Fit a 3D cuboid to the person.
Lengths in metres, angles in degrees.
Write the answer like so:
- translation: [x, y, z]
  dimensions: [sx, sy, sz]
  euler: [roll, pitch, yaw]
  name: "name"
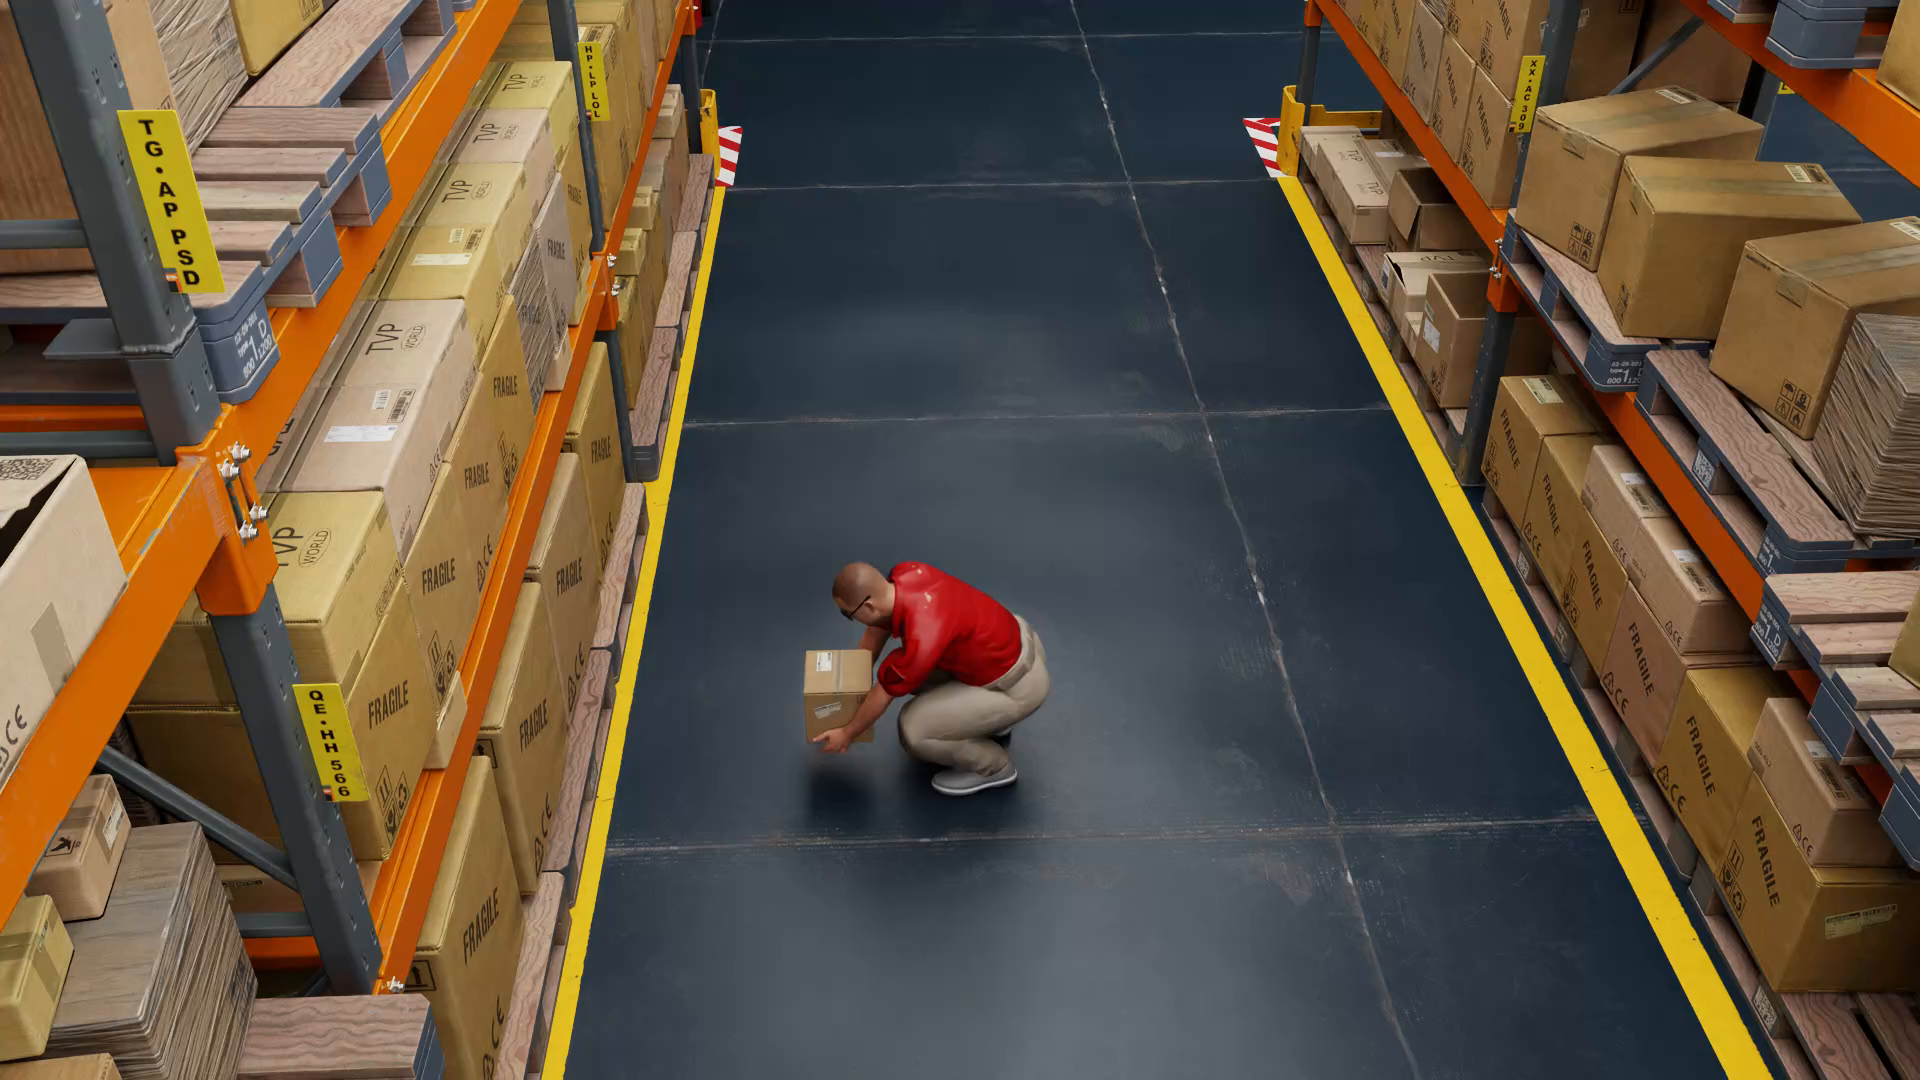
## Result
- translation: [-0.111, 0.460, 6.177]
  dimensions: [0.888, 0.974, 0.541]
  euler: [-2, 35, -3]
  name: "person"
